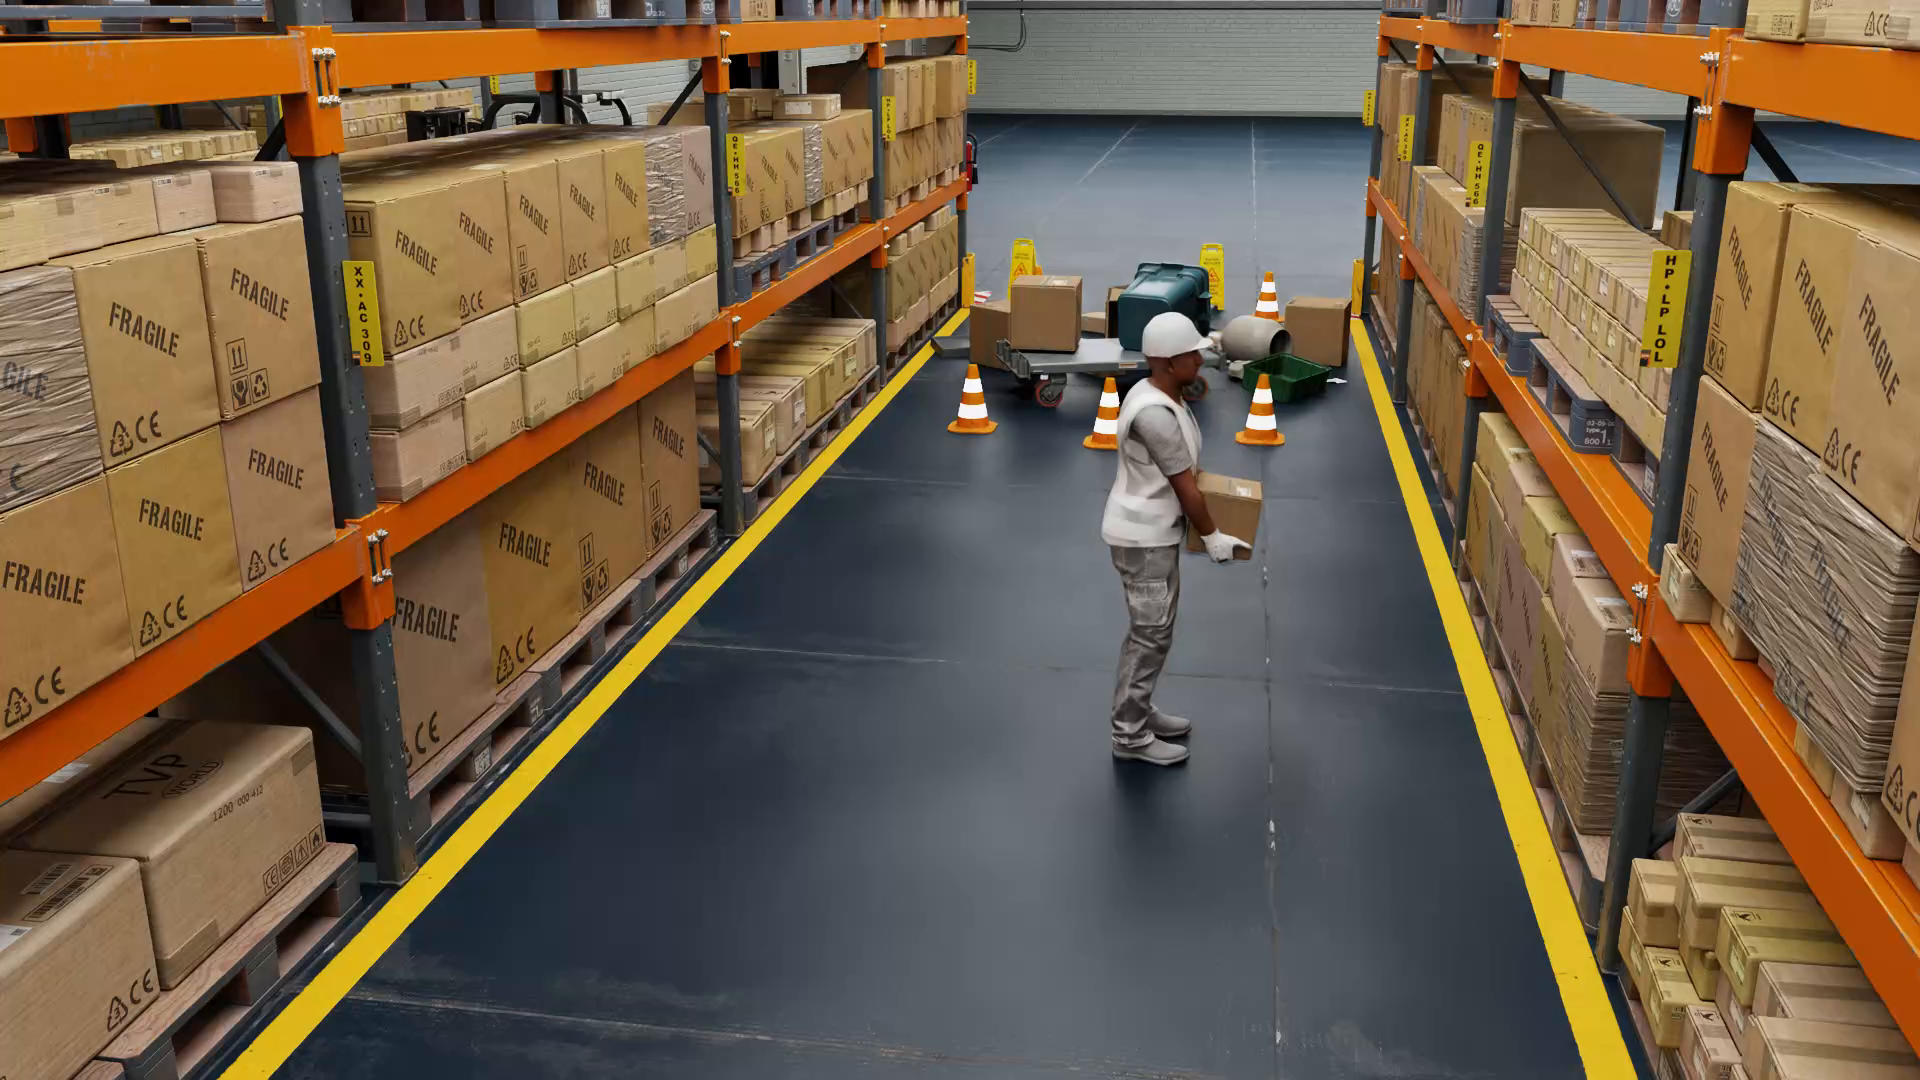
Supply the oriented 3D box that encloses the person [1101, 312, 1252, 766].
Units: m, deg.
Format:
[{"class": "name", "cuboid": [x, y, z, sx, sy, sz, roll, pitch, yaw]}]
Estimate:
[{"class": "person", "cuboid": [0.850, -0.009, 6.552, 0.587, 1.778, 0.491, 3, 18, 8]}]
